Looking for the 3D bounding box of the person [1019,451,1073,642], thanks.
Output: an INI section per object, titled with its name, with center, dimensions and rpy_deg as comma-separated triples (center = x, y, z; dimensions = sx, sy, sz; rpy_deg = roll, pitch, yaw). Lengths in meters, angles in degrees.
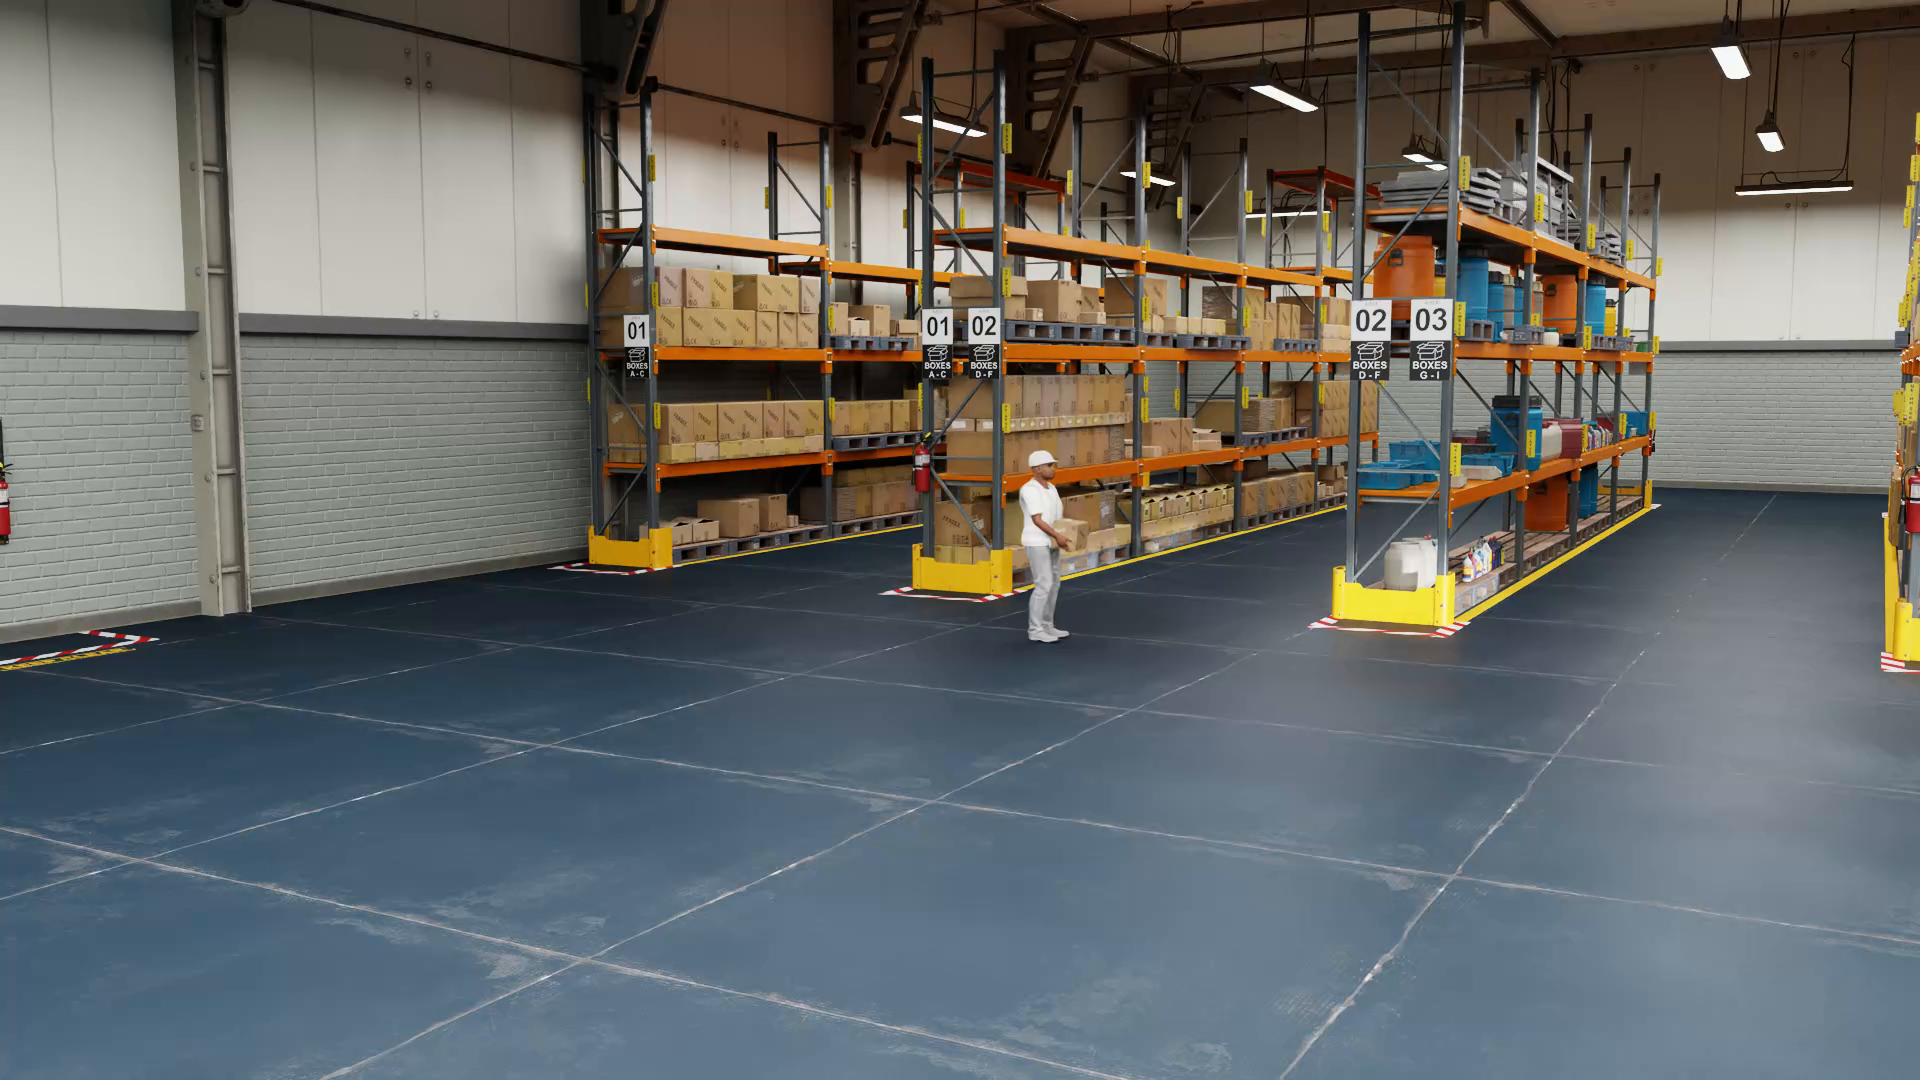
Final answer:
[person]
center = 0.859, 0.054, 15.491
dimensions = 0.560, 1.769, 0.535
rpy_deg = 3, 7, 28
